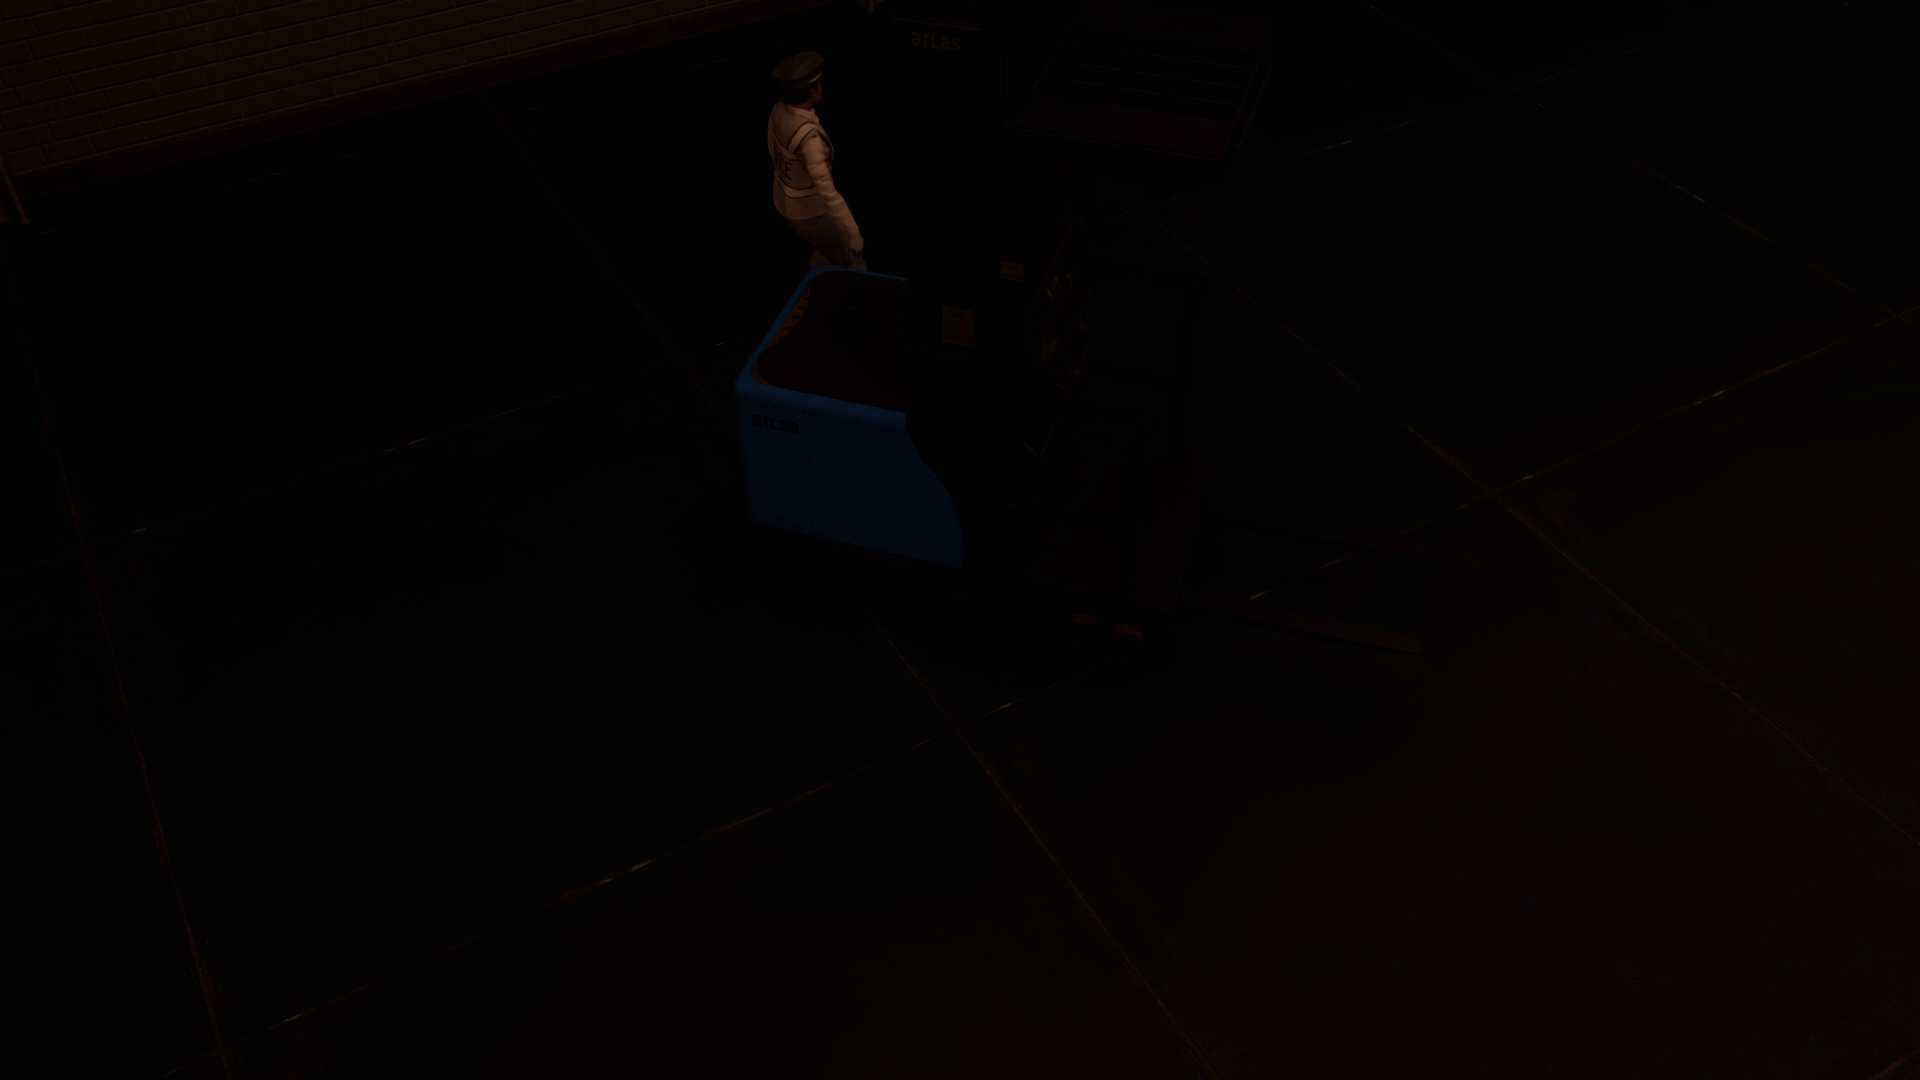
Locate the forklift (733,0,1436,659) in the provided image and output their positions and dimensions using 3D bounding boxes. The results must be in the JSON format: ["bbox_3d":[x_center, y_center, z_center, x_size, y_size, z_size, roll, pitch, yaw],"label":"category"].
[{"bbox_3d":[0.599,-0.960,6.733,3.031,2.935,1.130,12,44,13],"label":"forklift"}]

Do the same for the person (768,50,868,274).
[{"bbox_3d":[-0.723,-1.715,8.538,0.418,1.606,0.715,-16,45,-16],"label":"person"}]
